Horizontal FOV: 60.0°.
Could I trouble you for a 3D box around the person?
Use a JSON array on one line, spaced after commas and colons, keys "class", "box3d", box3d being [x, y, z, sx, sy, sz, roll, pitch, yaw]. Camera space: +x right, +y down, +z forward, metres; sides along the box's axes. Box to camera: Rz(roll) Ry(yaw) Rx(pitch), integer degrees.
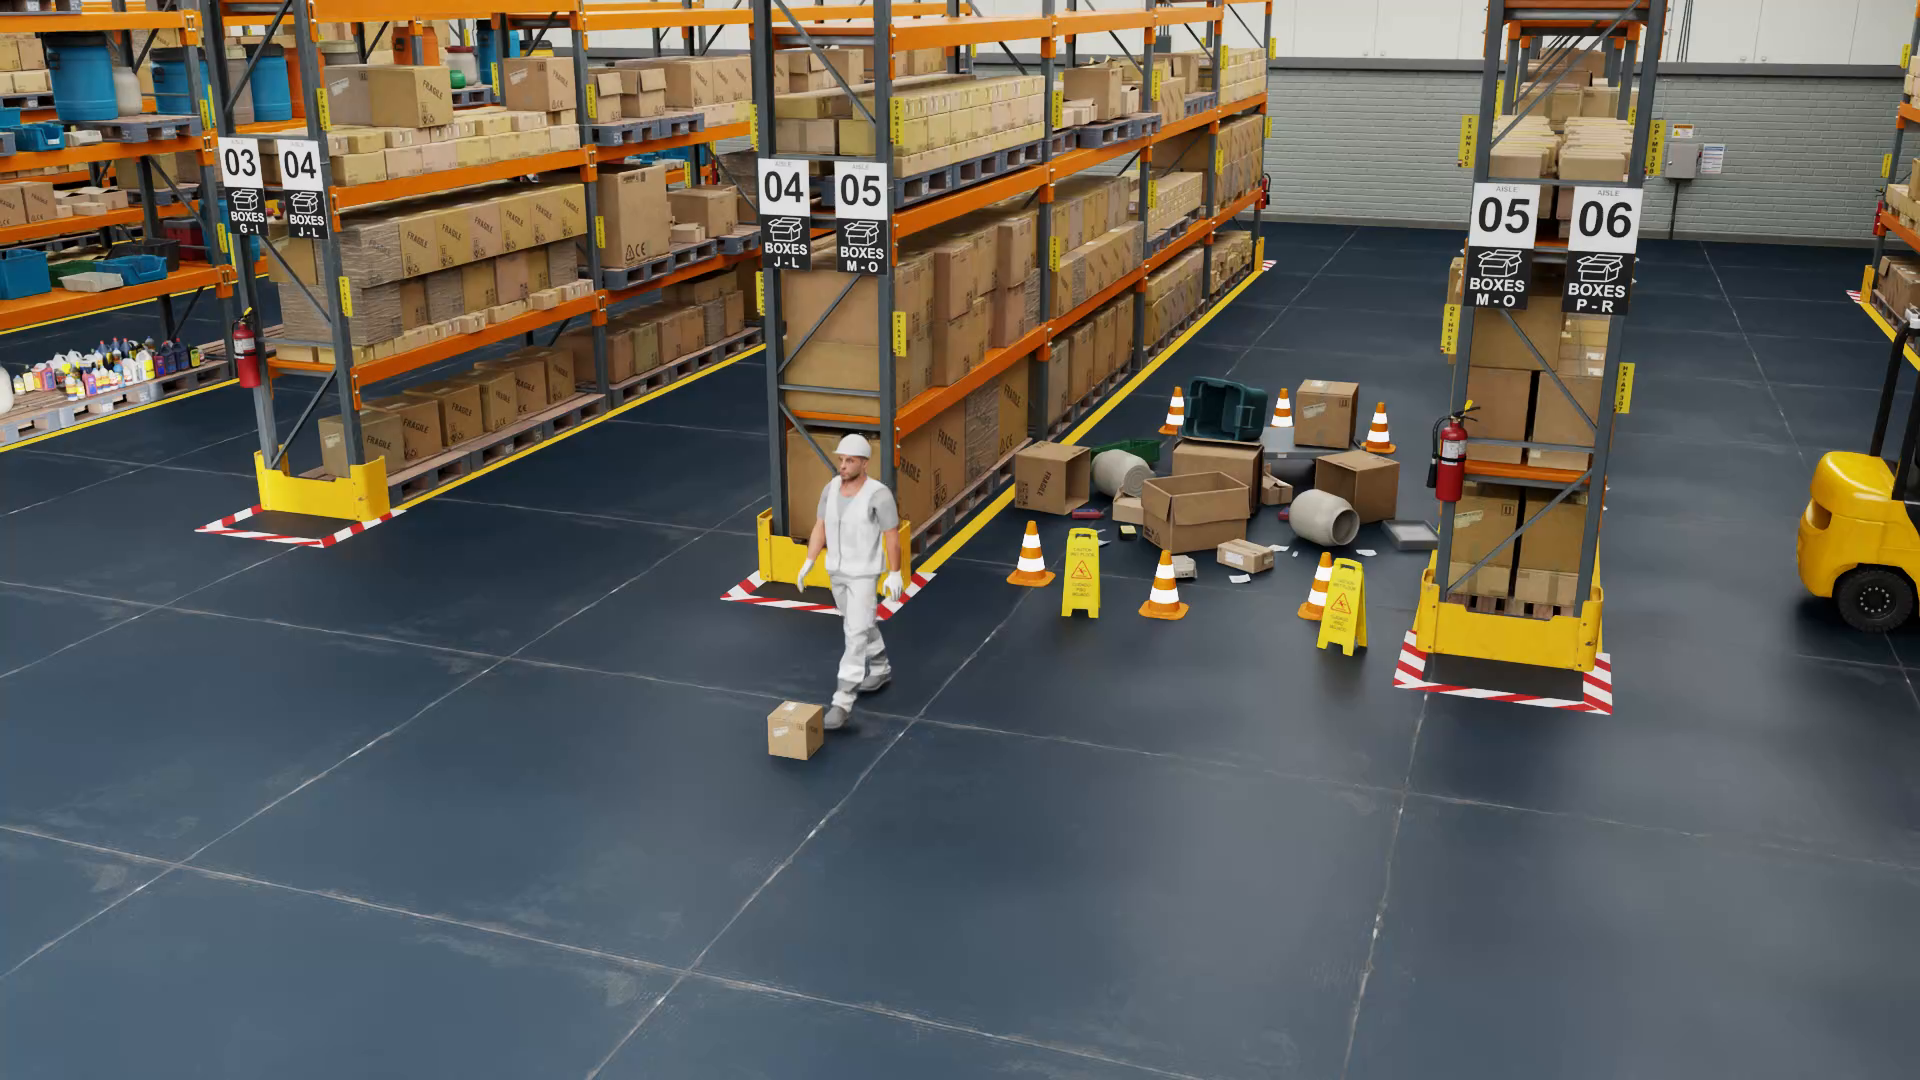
[{"class": "person", "box3d": [-0.724, 0.218, 10.335, 0.568, 1.738, 0.944, 14, 23, 35]}]
